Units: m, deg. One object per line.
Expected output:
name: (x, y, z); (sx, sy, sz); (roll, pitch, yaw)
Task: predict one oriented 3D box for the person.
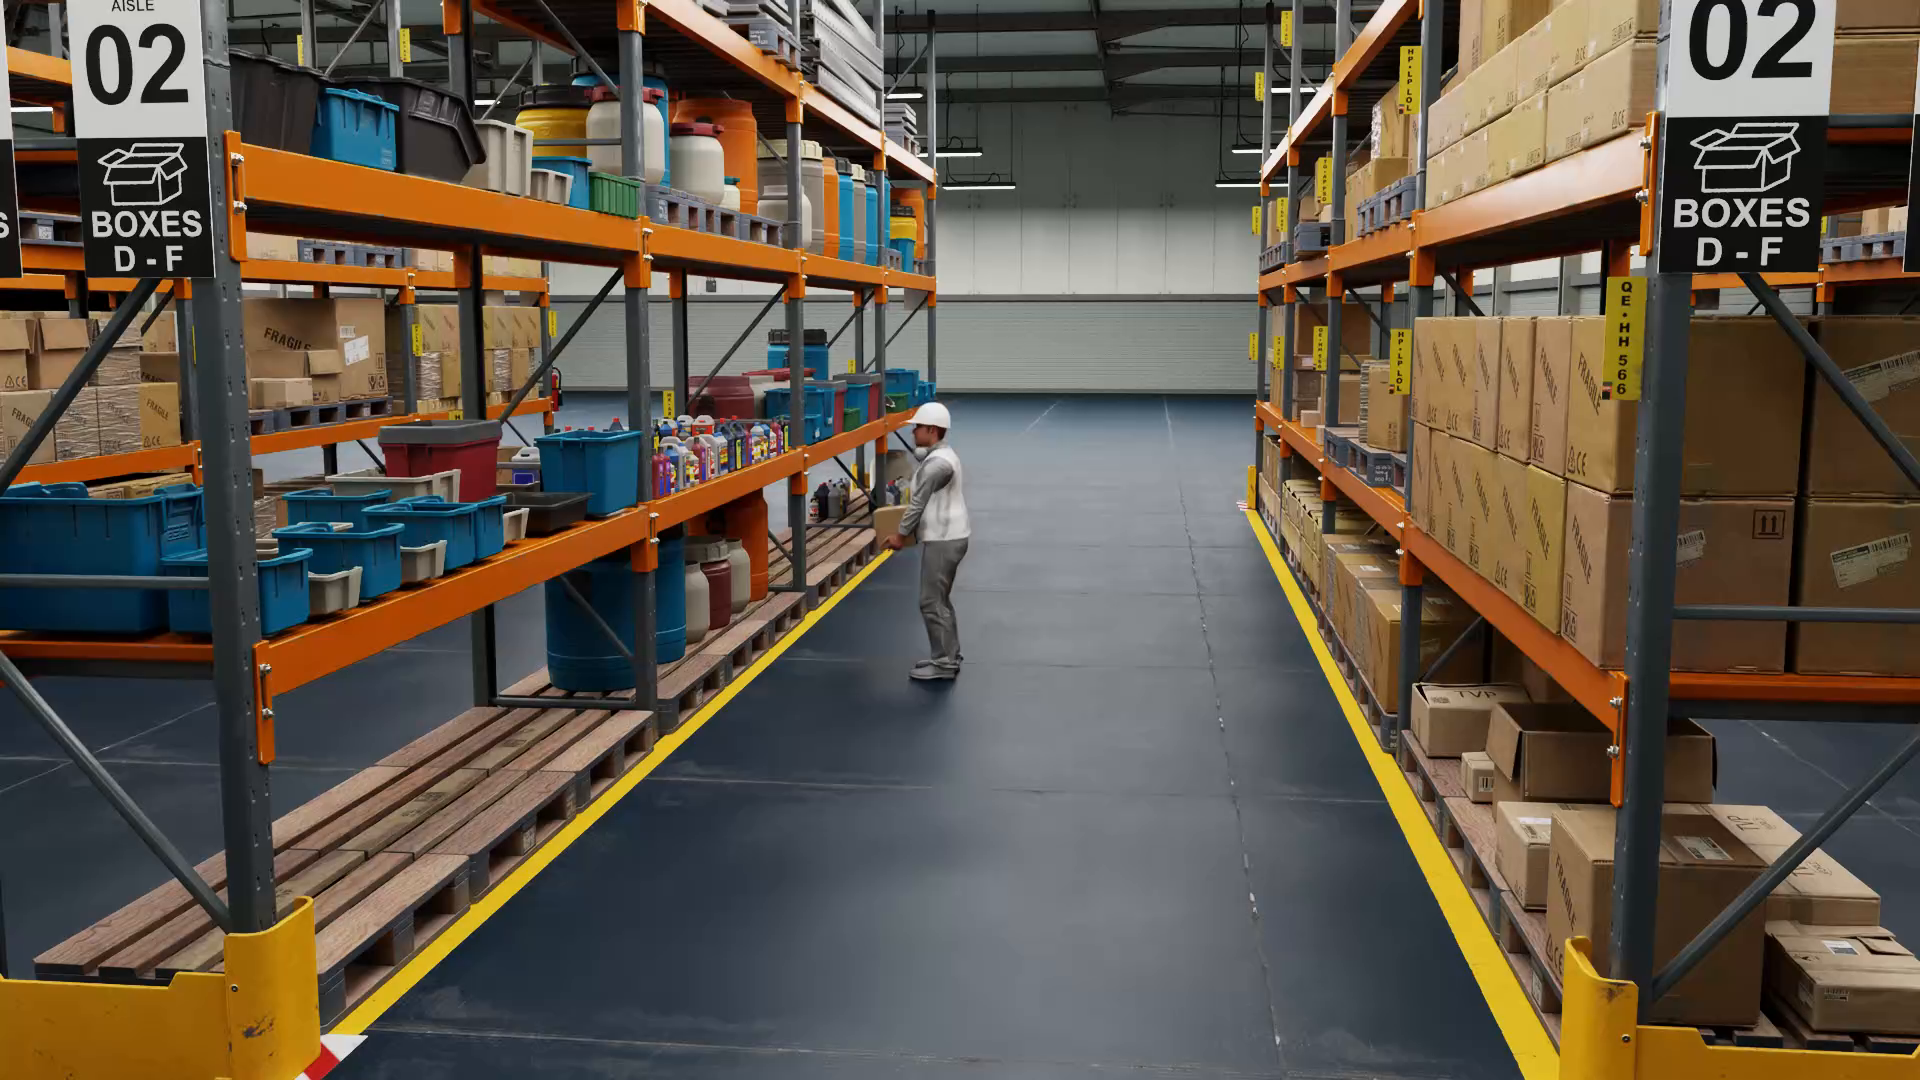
person: (-0.214, 0.002, 10.706); (0.563, 1.770, 0.493); (1, 8, 5)
